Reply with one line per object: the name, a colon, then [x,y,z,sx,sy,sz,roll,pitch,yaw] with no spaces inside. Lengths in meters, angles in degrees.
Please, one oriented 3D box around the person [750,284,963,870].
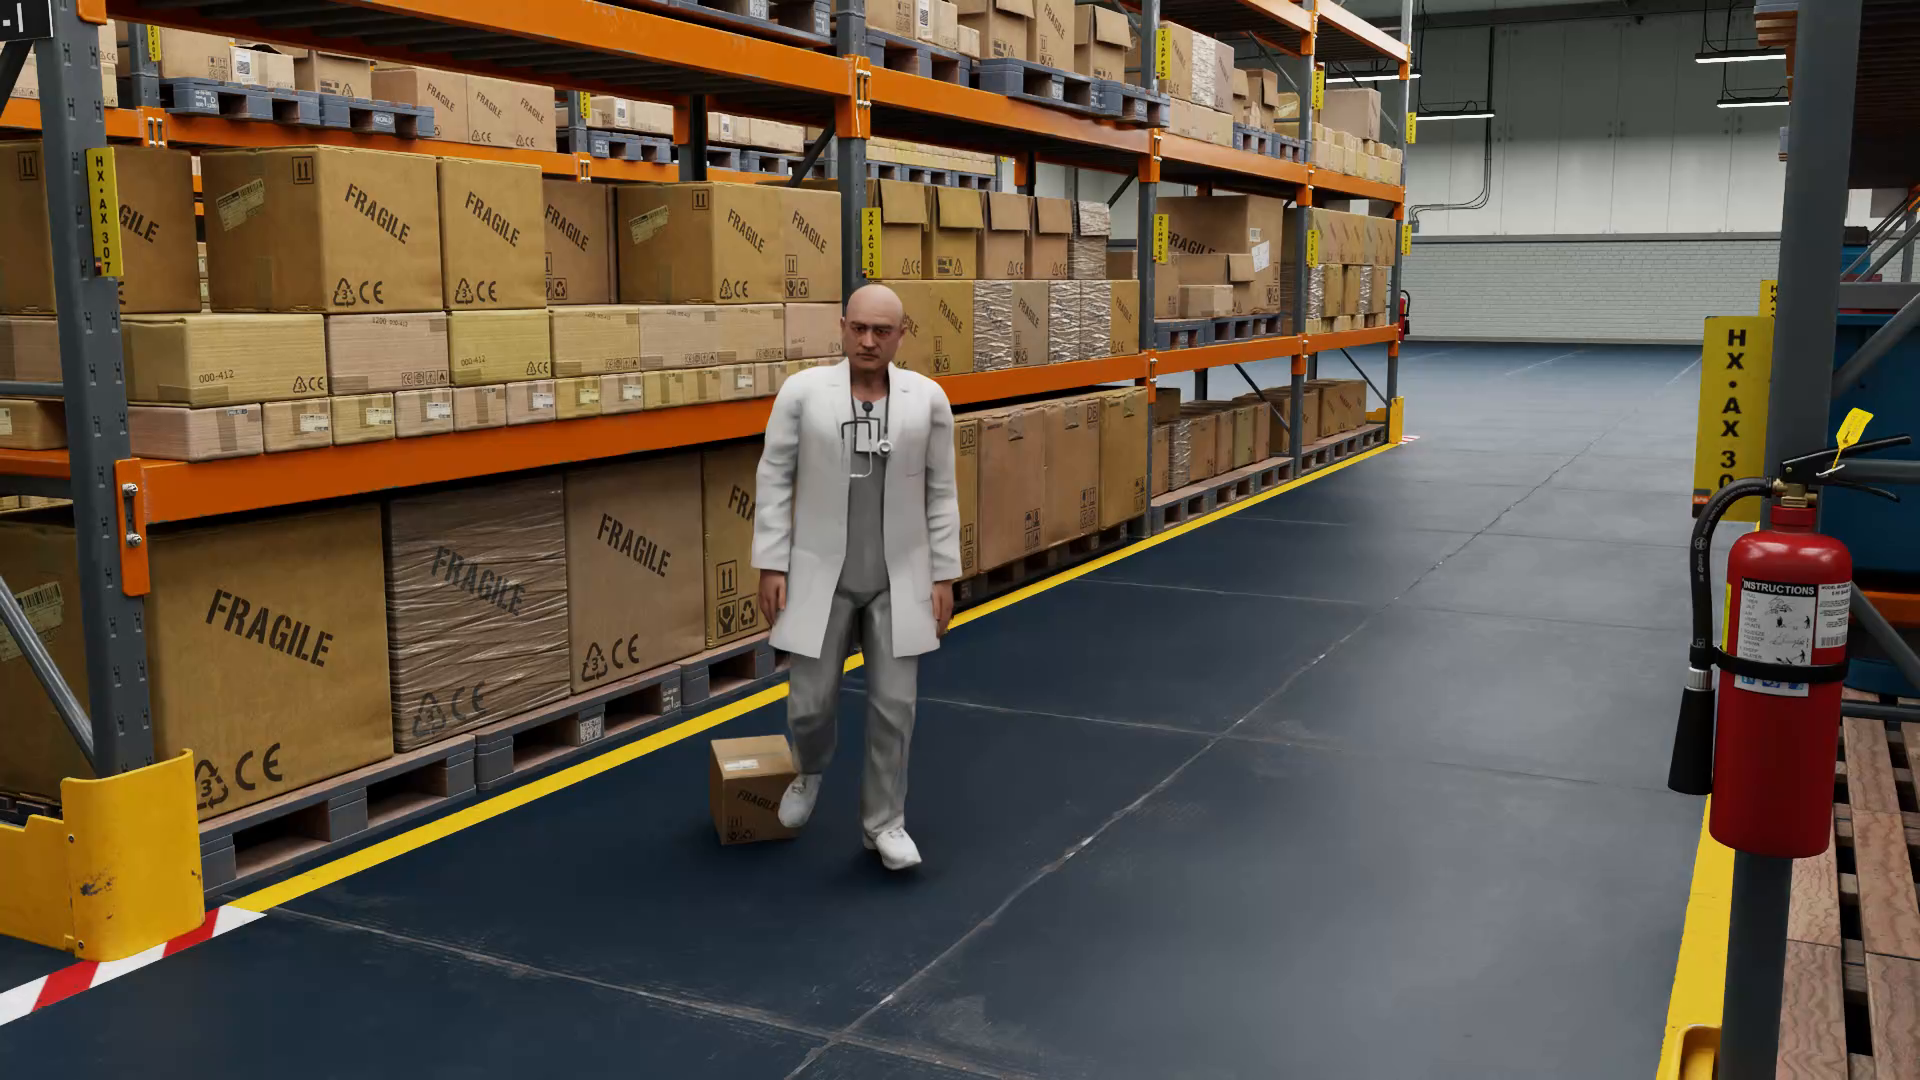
person: [-0.328,0.102,5.122,0.639,1.760,0.660,-2,9,-10]
